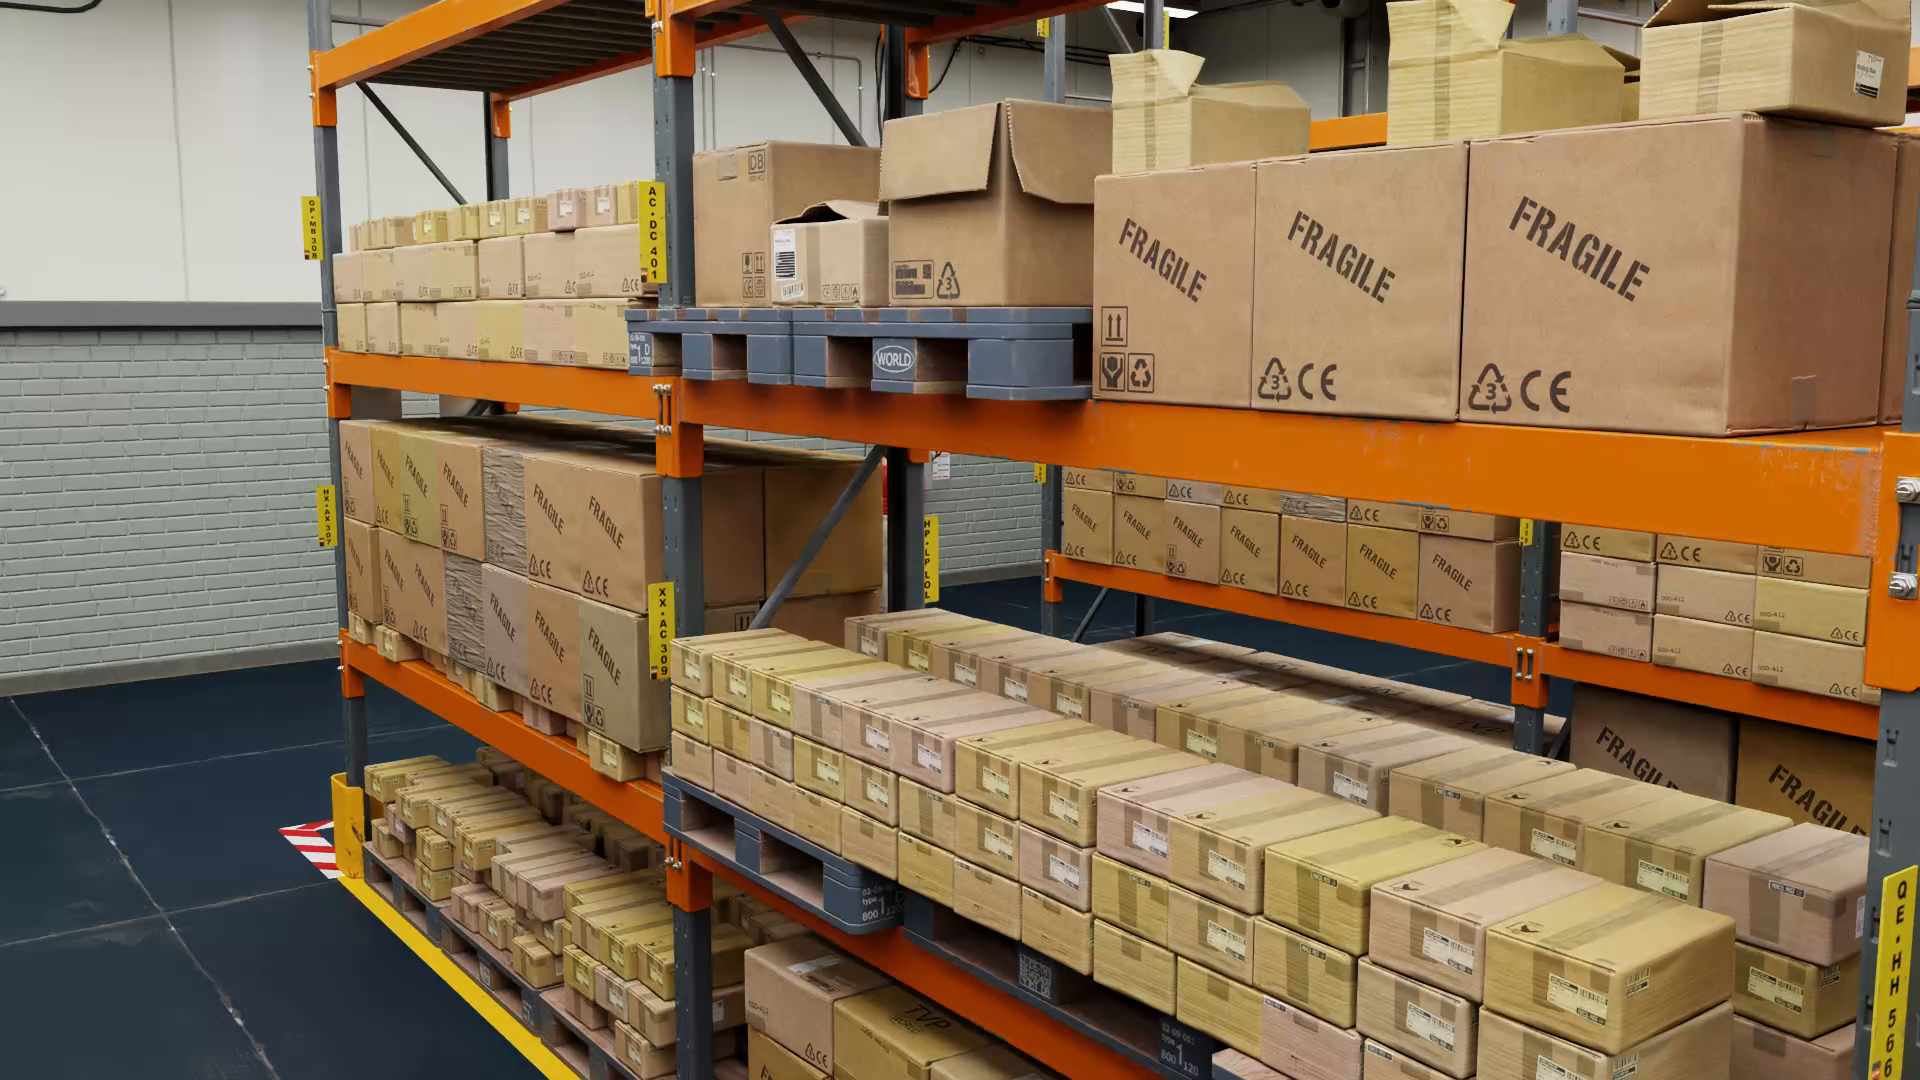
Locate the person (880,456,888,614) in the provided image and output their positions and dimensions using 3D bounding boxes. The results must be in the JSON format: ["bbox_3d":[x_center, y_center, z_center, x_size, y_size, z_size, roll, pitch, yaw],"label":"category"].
[{"bbox_3d":[-0.711,-0.035,16.161,0.364,1.752,0.630,8,11,44],"label":"person"}]
